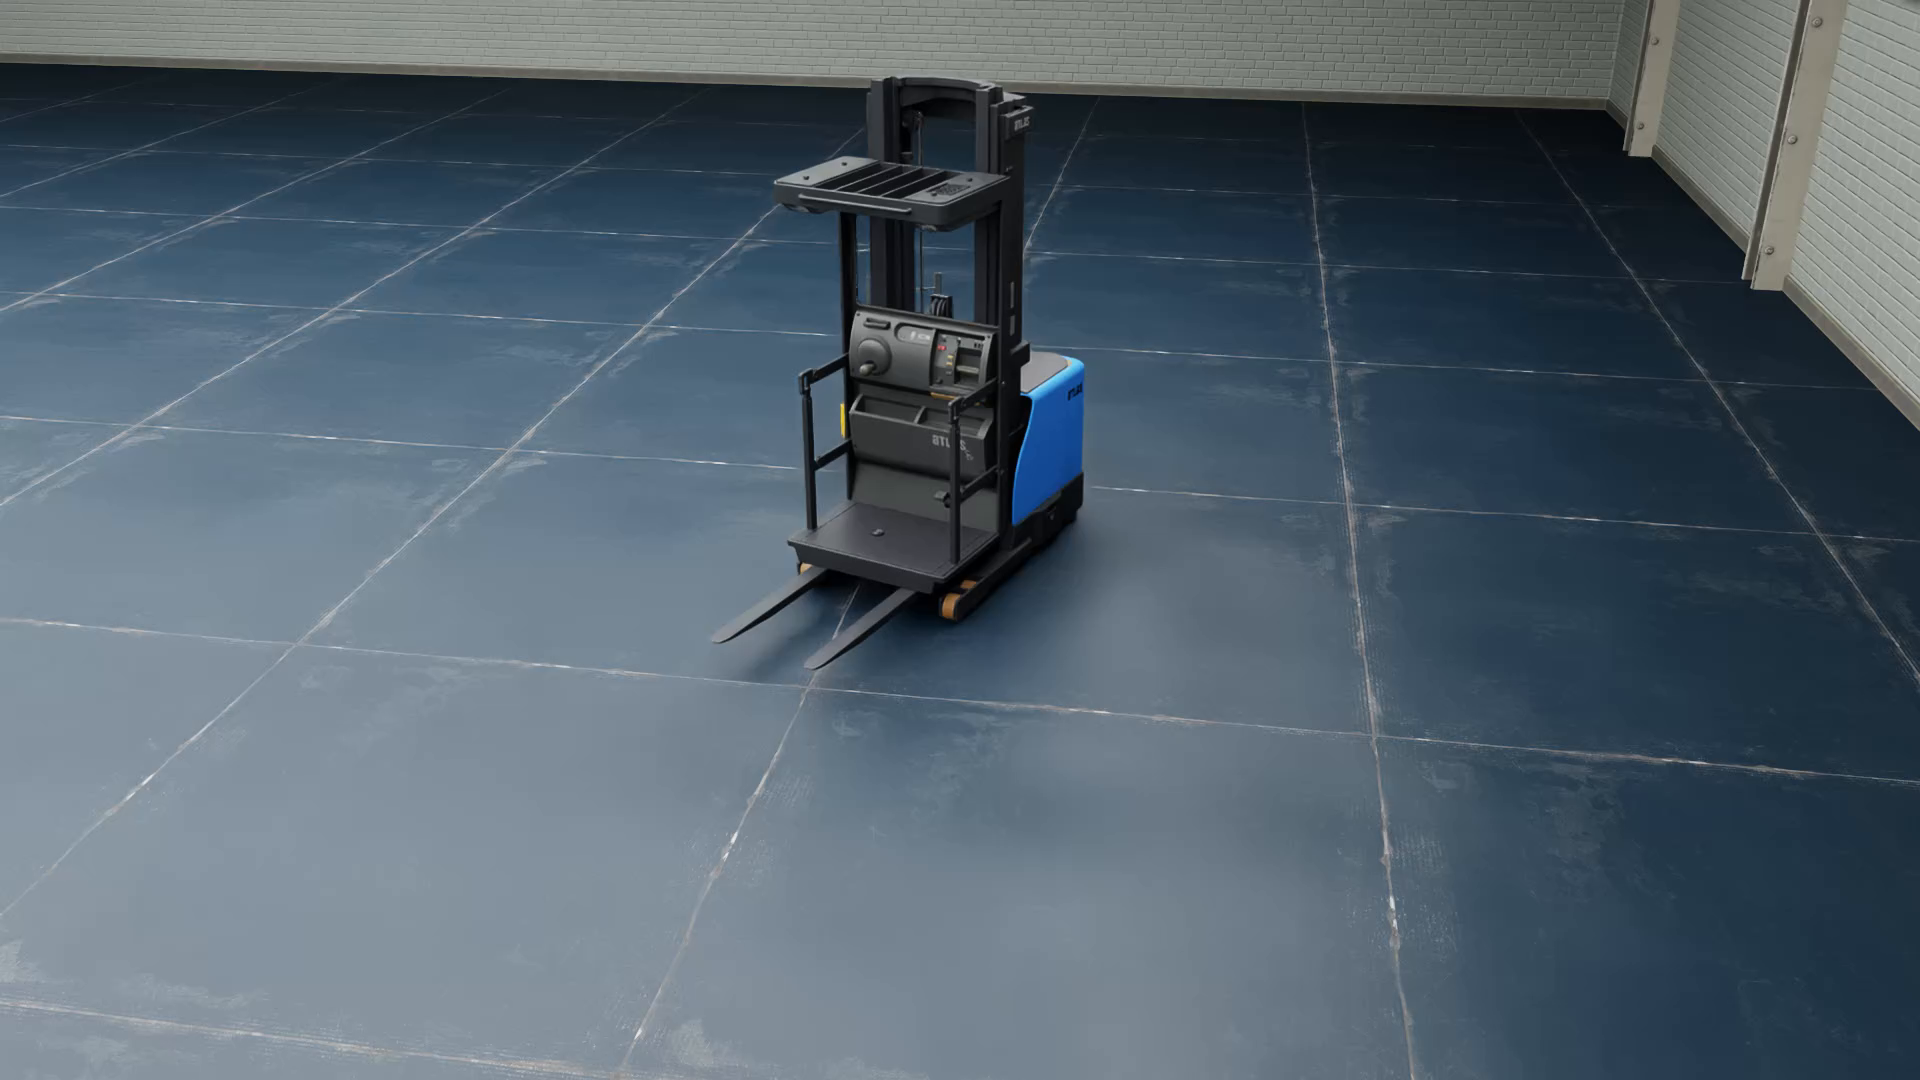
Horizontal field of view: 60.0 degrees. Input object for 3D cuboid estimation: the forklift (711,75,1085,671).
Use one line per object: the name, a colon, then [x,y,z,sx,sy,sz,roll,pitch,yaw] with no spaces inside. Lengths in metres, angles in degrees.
forklift: [-0.334,-1.071,9.581,1.130,2.935,3.031,13,28,26]

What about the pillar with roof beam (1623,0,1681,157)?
pillar with roof beam: [4.470,-9.347,20.104,9.100,9.000,0.400,4,25,9]

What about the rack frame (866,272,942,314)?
rack frame: [-0.368,-1.063,11.252,0.500,1.500,0.032,-6,26,-12]

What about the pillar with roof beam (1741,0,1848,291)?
pillar with roof beam: [3.490,-6.838,14.743,9.100,9.000,0.400,4,25,9]

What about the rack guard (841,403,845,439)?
rack guard: [-0.592,-0.909,12.397,0.587,0.250,0.087,-6,26,-12]

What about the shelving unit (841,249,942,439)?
shelving unit: [-0.480,-1.269,11.692,0.587,1.500,1.083,-6,26,-12]

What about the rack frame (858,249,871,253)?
rack frame: [-0.596,-1.483,12.149,0.500,1.500,0.032,-6,26,-12]
